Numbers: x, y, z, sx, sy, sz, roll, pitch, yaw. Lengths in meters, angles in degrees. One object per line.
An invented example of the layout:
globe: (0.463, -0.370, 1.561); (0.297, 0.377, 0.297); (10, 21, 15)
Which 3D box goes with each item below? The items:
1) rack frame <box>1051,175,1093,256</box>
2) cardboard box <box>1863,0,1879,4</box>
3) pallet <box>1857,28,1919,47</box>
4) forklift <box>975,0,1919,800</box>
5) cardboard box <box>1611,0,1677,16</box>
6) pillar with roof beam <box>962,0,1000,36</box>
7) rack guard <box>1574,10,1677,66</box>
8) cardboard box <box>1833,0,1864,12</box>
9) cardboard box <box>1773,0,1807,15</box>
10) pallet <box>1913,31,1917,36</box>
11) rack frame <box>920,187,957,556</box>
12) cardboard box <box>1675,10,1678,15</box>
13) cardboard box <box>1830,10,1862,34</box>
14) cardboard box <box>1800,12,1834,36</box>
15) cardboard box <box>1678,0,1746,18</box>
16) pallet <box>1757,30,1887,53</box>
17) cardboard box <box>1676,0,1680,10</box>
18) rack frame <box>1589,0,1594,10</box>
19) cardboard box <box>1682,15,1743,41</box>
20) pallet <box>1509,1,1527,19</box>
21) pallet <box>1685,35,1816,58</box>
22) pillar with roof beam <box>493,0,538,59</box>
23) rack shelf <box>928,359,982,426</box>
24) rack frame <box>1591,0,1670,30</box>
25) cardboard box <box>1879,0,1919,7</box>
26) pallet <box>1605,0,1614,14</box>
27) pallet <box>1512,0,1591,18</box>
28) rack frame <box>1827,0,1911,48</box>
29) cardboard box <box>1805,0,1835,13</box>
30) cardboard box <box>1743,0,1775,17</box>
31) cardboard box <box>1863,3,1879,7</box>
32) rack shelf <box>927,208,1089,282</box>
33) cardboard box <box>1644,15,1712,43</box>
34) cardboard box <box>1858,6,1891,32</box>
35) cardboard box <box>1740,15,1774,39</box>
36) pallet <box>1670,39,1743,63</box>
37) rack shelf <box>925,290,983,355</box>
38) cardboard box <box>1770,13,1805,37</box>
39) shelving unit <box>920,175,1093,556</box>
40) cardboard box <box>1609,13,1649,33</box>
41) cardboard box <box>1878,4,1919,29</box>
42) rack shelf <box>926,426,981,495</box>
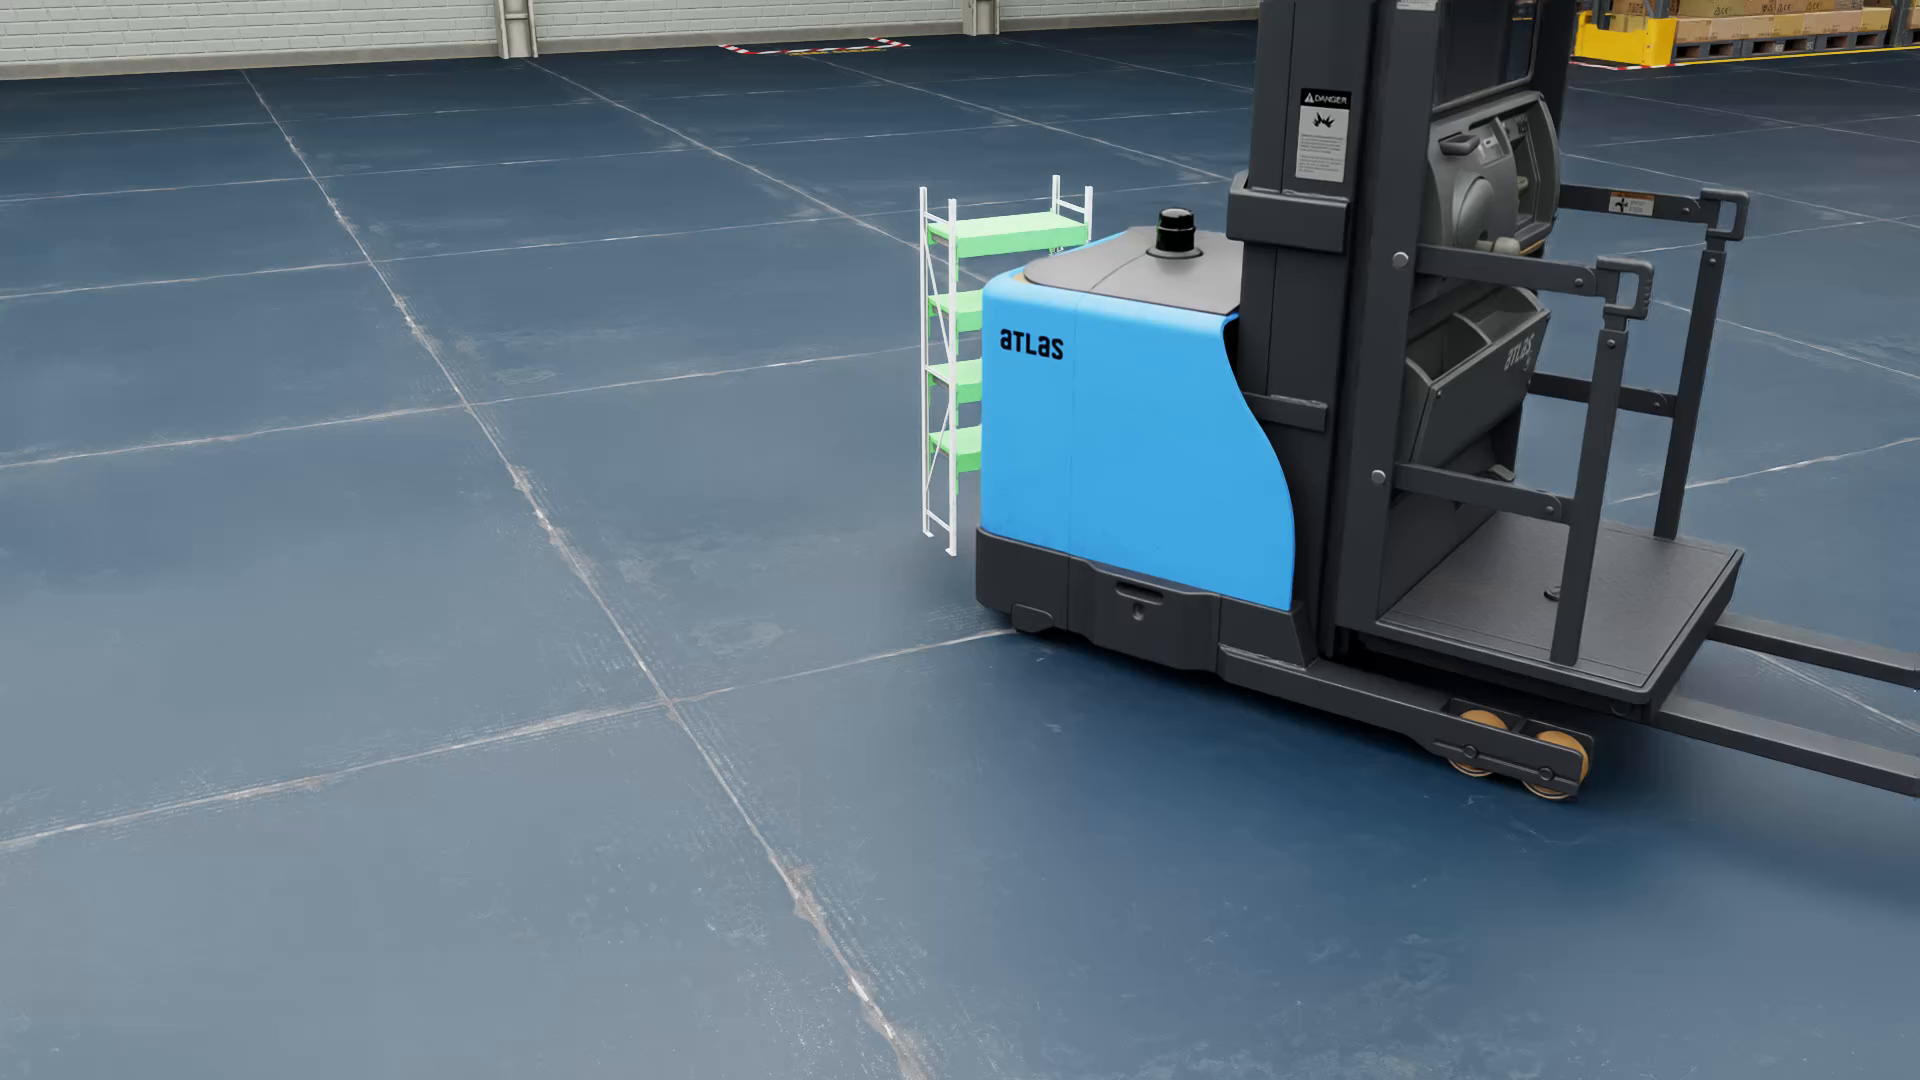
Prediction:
rack frame: (0.369, -0.622, 5.685); (0.015, 1.200, 0.240); (-10, 25, -24)
cardboard box: (11.421, -6.889, 20.784); (0.500, 0.311, 0.500); (-10, 25, -24)
pallet: (11.827, -6.388, 20.905); (1.213, 0.211, 1.003); (-10, 25, -24)
forklift: (1.547, -0.934, 4.175); (3.031, 2.935, 1.130); (15, 27, 32)
cardboard box: (7.930, -6.338, 19.206); (0.500, 0.500, 0.500); (-10, 25, -24)
pillar with roof beam: (2.140, -9.291, 16.429); (0.400, 9.000, 9.100); (-10, 25, -24)
rack guard: (7.554, -5.718, 18.910); (0.348, 0.500, 1.175); (-10, 25, -24)
cardboard box: (10.401, -6.579, 19.788); (0.500, 0.500, 0.500); (-10, 25, -24)
cardboard box: (9.508, -6.407, 19.372); (0.500, 0.500, 0.500); (-10, 25, -24)
pallet: (12.928, -6.592, 21.398); (1.213, 0.211, 1.003); (-10, 25, -24)
rack frame: (-0.071, -0.541, 5.489); (0.015, 1.200, 0.240); (-10, 25, -24)
cardboard box: (8.376, -6.078, 19.558); (0.500, 0.250, 0.500); (-10, 25, -24)
cardboard box: (10.402, -6.232, 19.930); (0.500, 0.250, 0.500); (-10, 25, -24)
cardboard box: (9.958, -6.144, 19.717); (0.500, 0.250, 0.500); (-10, 25, -24)
cardboard box: (8.605, -6.243, 18.975); (0.500, 0.500, 0.500); (-10, 25, -24)
pallet: (10.445, -6.135, 20.294); (1.213, 0.211, 1.003); (-10, 25, -24)
cardboard box: (8.825, -6.509, 19.619); (0.500, 0.500, 0.500); (-10, 25, -24)
rack frame: (9.028, -9.247, 24.167); (0.127, 3.000, 1.000); (-10, 25, -24)
cardboard box: (8.605, -5.897, 19.120); (0.500, 0.250, 0.500); (-10, 25, -24)
pallet: (7.338, -7.631, 23.909); (1.213, 0.211, 1.003); (-10, 25, -24)
pallet: (9.345, -5.931, 19.801); (1.213, 0.211, 1.003); (-10, 25, -24)
pillar with roof beam: (-3.266, -8.295, 14.025); (0.400, 9.000, 9.100); (-10, 25, -24)
rack shelf: (0.149, -0.523, 5.611); (0.480, 0.148, 0.258); (-10, 25, -24)
rack frame: (7.576, -6.877, 18.441); (0.127, 3.000, 1.000); (-10, 25, -24)
cardboard box: (11.661, -6.706, 20.341); (0.500, 0.311, 0.500); (-10, 25, -23)
pallet: (9.729, -8.088, 25.014); (1.213, 0.211, 1.003); (-10, 25, -24)
pallet: (8.439, -7.835, 24.402); (1.213, 0.211, 1.003); (-10, 25, -24)
rack frame: (11.180, -7.540, 20.044); (0.127, 3.000, 1.000); (-10, 25, -24)
cardboard box: (9.953, -6.495, 19.585); (0.500, 0.500, 0.500); (-10, 25, -24)
cardboard box: (9.050, -6.330, 19.186); (0.500, 0.500, 0.500); (-10, 25, -24)
cardboard box: (11.428, -6.633, 20.897); (0.500, 0.250, 0.500); (-11, 25, -24)
rack shelf: (0.149, -0.966, 5.428); (0.480, 0.148, 0.258); (-10, 25, -24)
cardboard box: (8.156, -5.813, 18.917); (0.500, 0.250, 0.500); (-10, 25, -24)
cardboard box: (10.857, -6.312, 20.122); (0.500, 0.250, 0.500); (-10, 25, -24)
cardboard box: (9.055, -5.980, 19.320); (0.500, 0.250, 0.500); (-10, 25, -24)
pallet: (8.247, -5.730, 19.316); (1.213, 0.211, 1.003); (-10, 25, -24)
rack shelf: (0.149, -0.745, 5.519); (0.480, 0.148, 0.258); (-10, 25, -24)
cardboard box: (9.508, -6.061, 19.516); (0.500, 0.250, 0.500); (-10, 25, -24)
shelving unit: (0.149, -0.582, 5.587); (0.503, 1.200, 0.258); (-10, 25, -24)
cardboard box: (7.931, -5.991, 19.348); (0.500, 0.250, 0.500); (-10, 25, -24)
cardboard box: (11.651, -6.446, 20.445); (0.500, 0.250, 0.500); (-11, 25, -25)
rack shelf: (0.149, -0.301, 5.703); (0.480, 0.148, 0.258); (-10, 25, -24)
